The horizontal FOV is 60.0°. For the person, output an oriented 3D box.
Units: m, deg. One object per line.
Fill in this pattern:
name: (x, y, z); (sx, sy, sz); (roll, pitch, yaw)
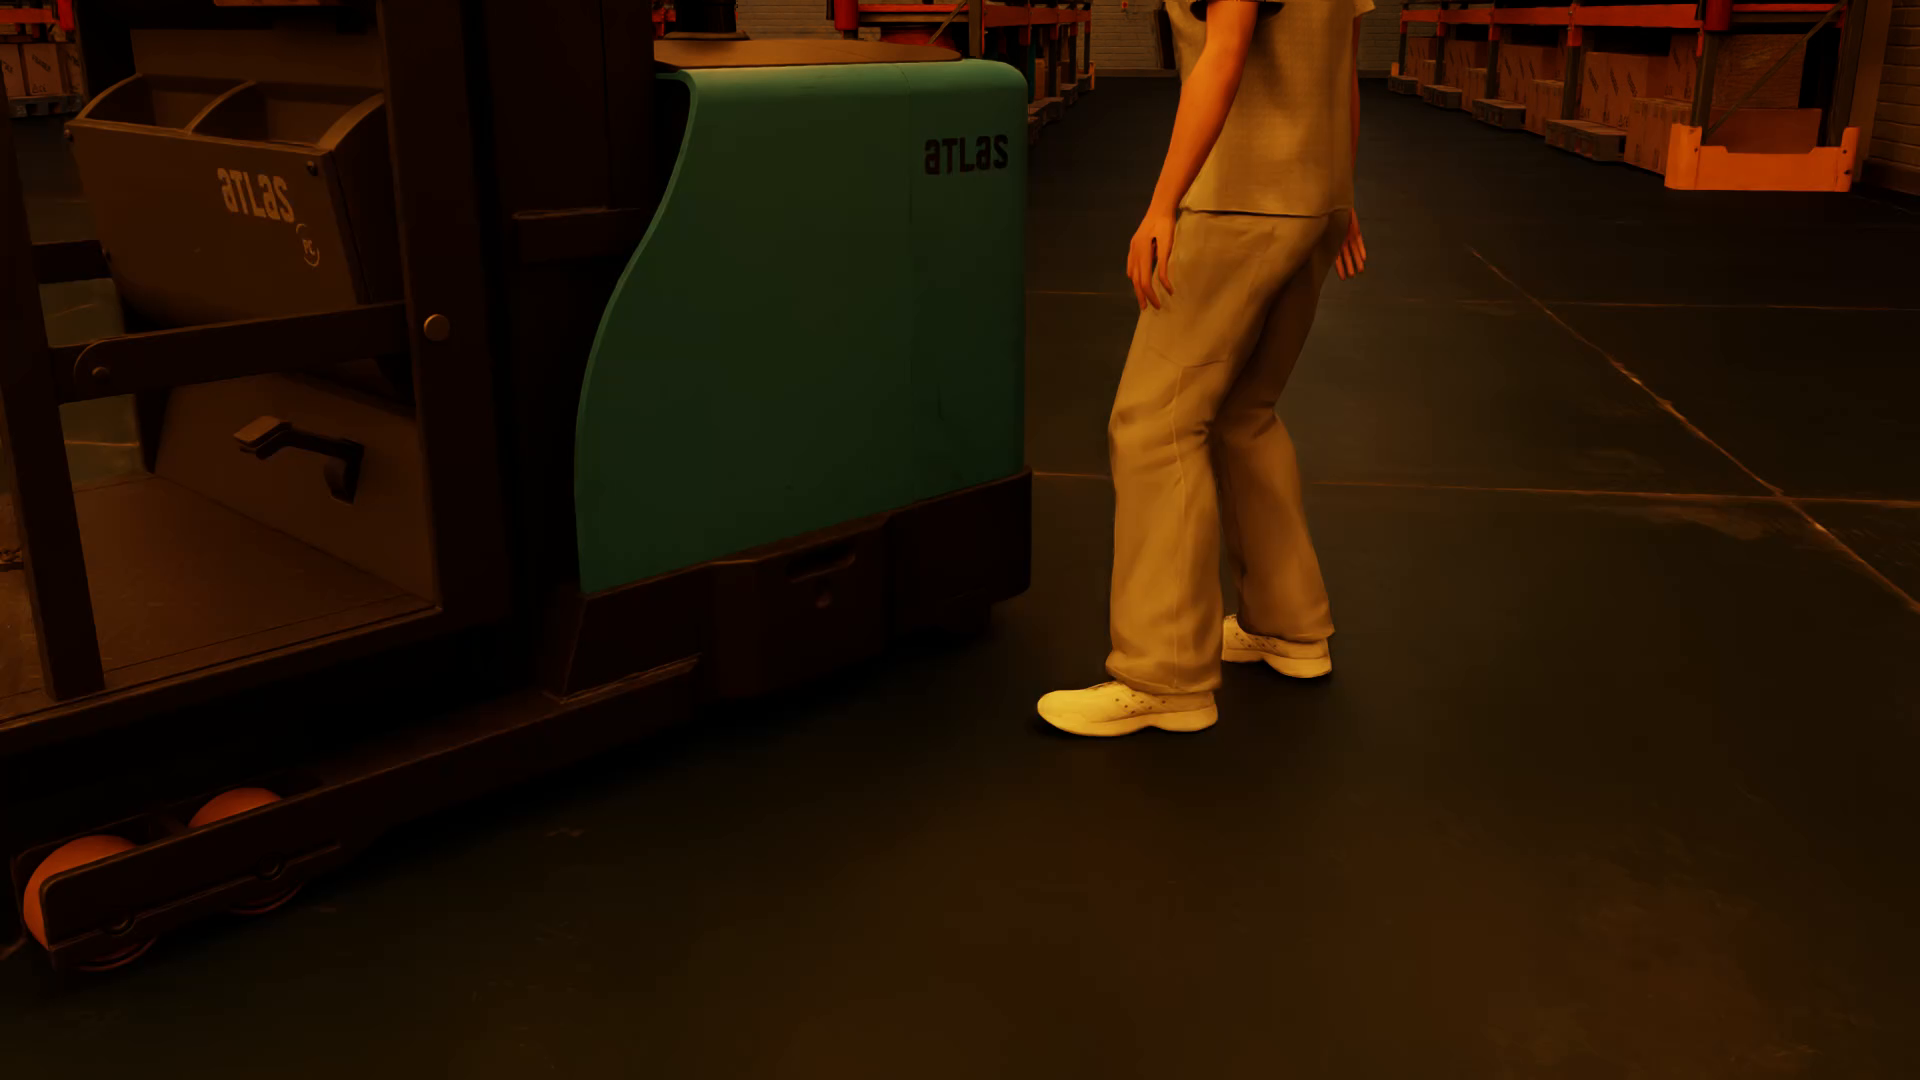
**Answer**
person: (0.463, -0.530, 2.777); (0.363, 1.648, 0.749); (10, 20, 29)

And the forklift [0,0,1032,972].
forklift: (-1.250, -1.028, 2.211); (1.130, 2.935, 3.031); (16, 24, 42)
